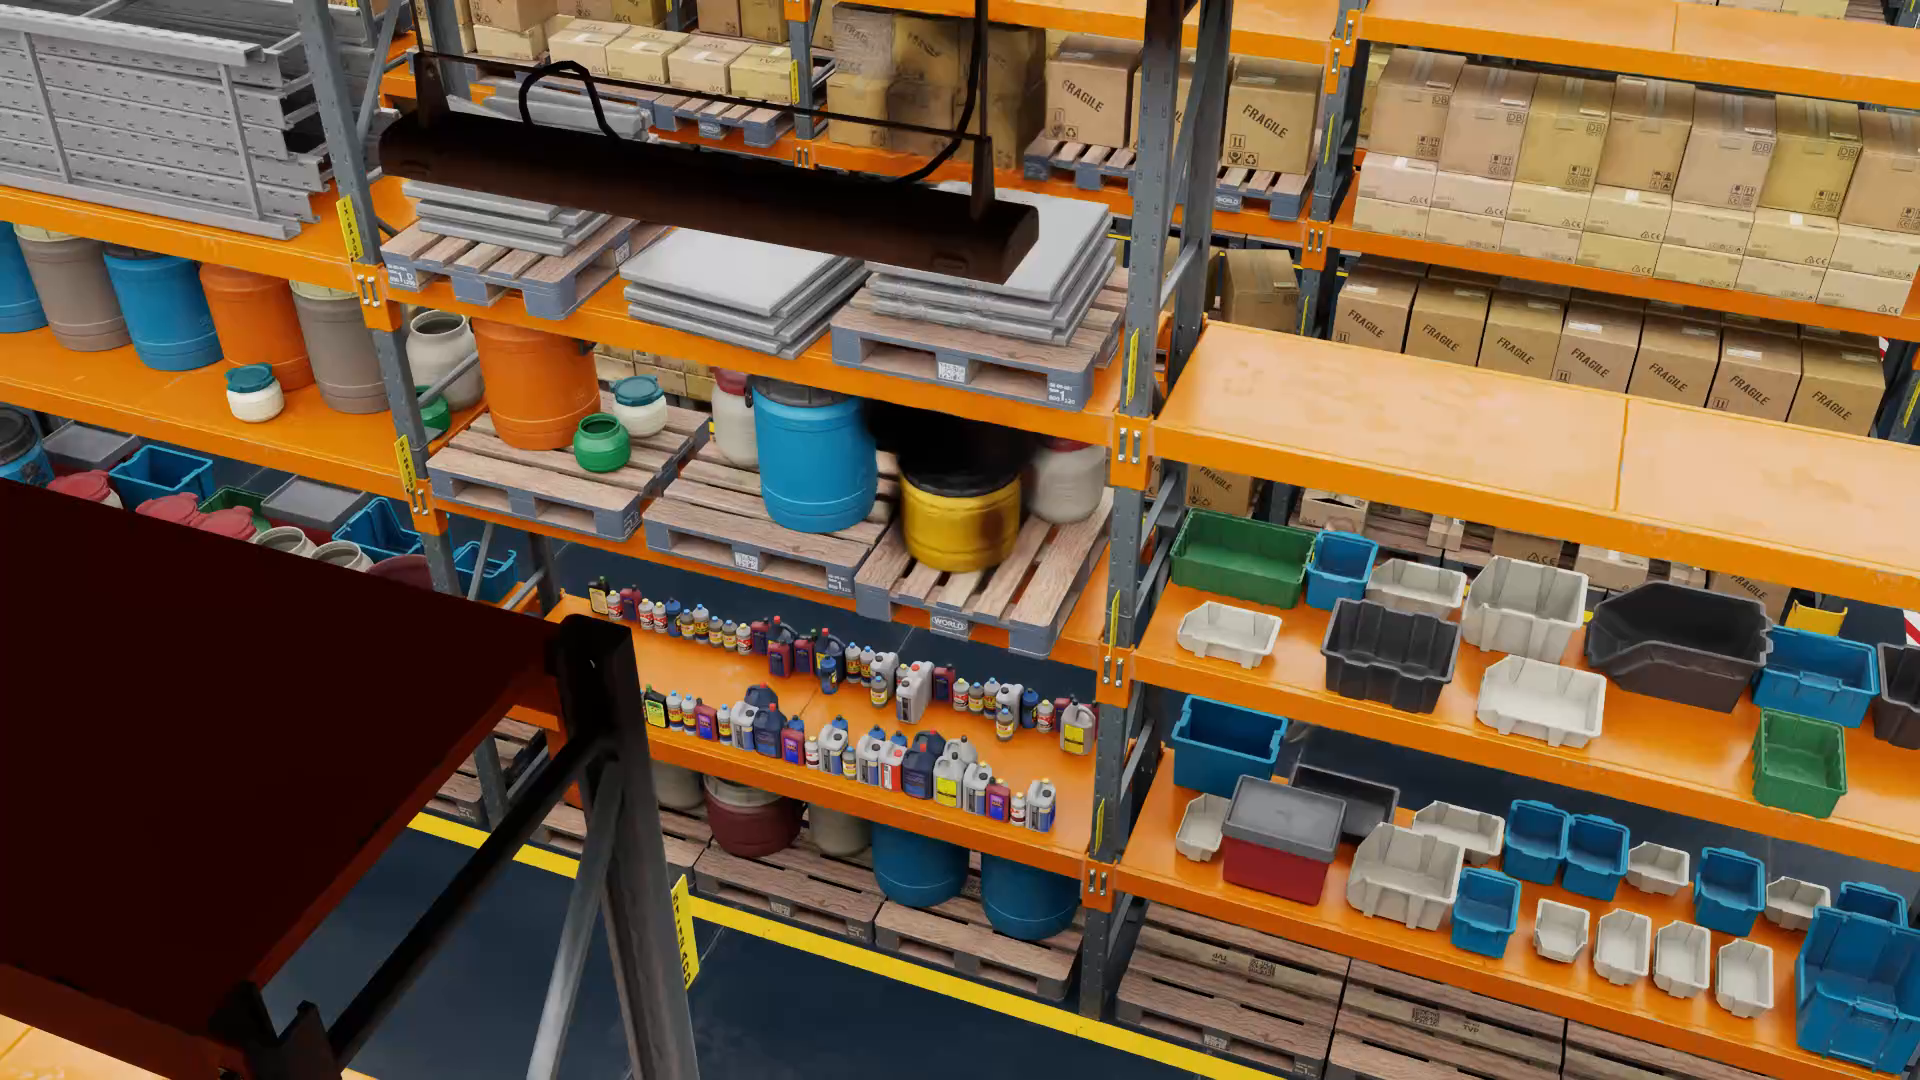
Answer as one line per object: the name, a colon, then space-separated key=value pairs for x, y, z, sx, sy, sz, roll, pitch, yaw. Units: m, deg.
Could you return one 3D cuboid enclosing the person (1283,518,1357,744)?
person: x=2.572 y=0.644 z=10.756 sx=0.942 sy=1.831 sz=0.653 roll=11 pitch=38 yaw=15
